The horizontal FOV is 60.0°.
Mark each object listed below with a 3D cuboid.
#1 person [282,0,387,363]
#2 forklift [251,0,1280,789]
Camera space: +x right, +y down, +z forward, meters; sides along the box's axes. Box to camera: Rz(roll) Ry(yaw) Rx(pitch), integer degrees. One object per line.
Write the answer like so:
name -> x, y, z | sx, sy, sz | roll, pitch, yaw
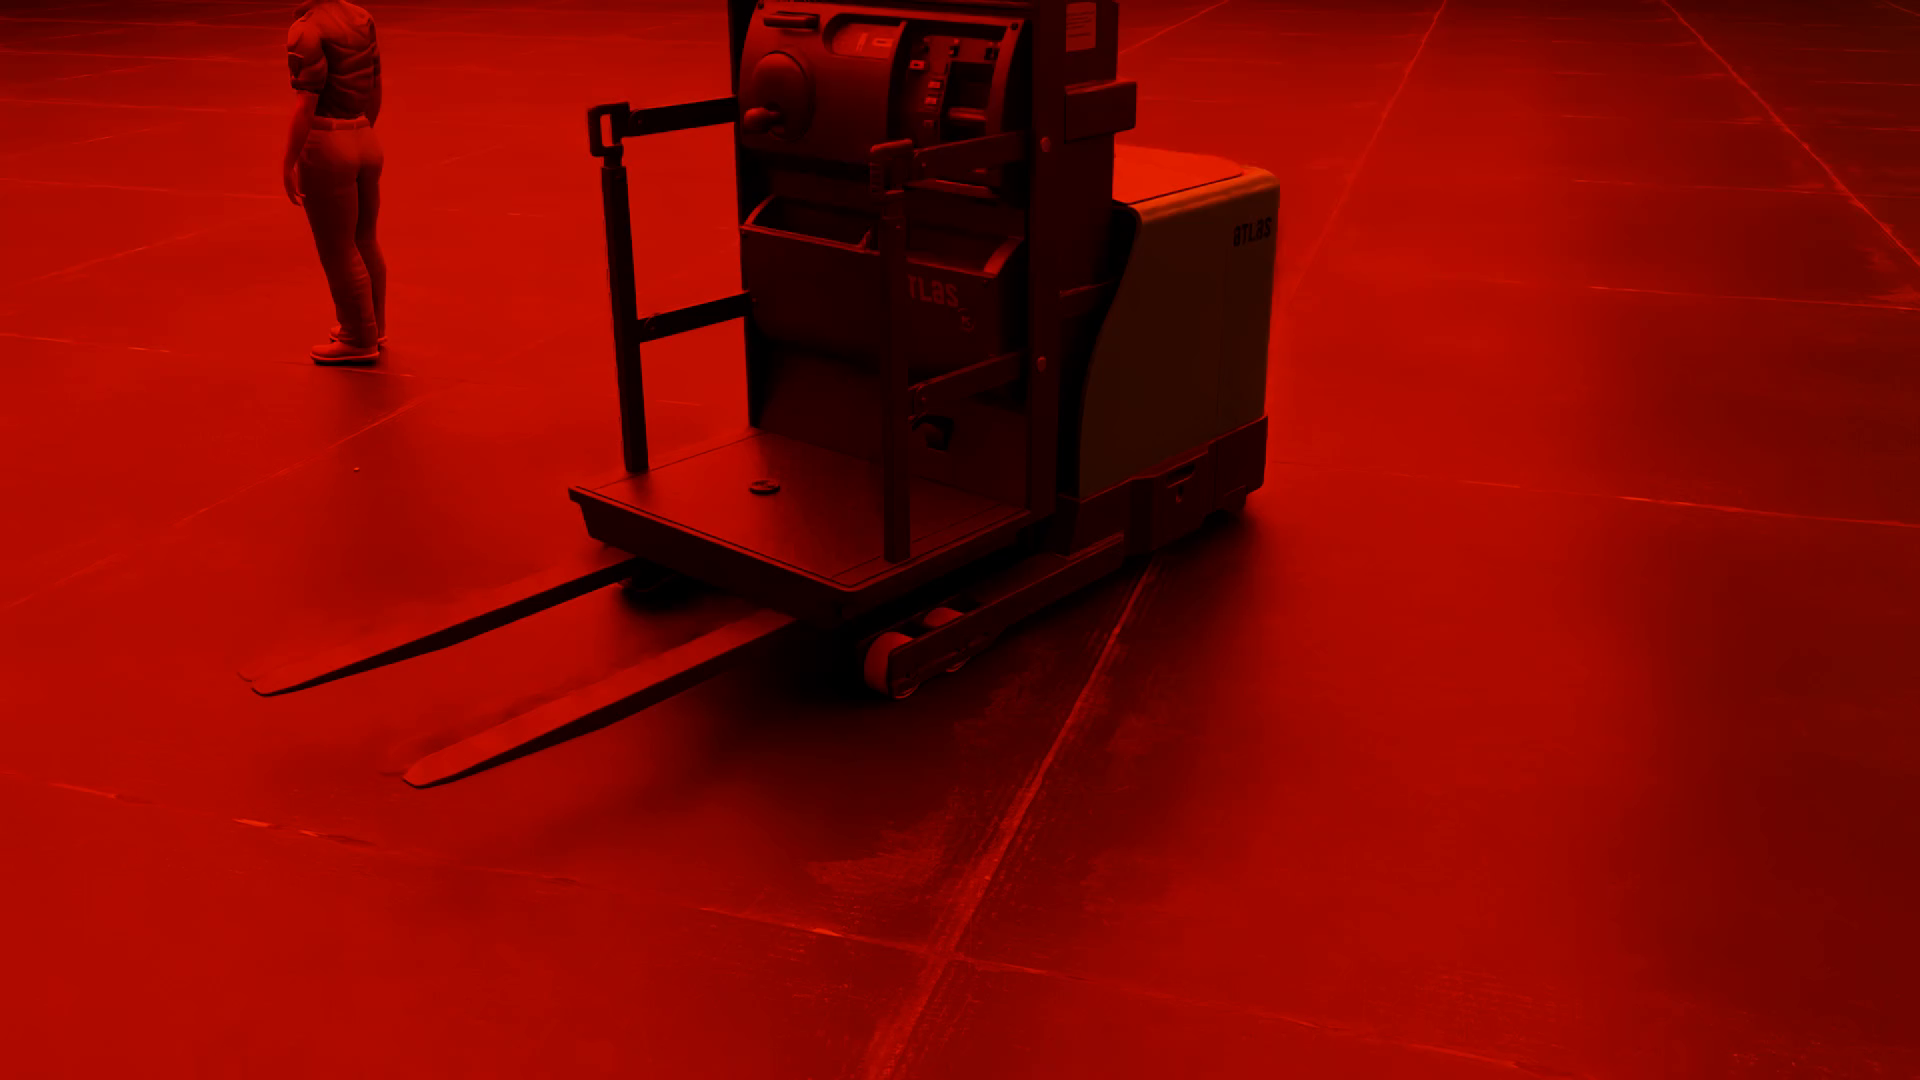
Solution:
person -> -2.545, -1.527, 6.634 | 0.505, 1.654, 0.570 | 6, 23, 15
forklift -> -0.357, -1.174, 4.122 | 1.130, 2.935, 3.031 | 18, 29, 37
